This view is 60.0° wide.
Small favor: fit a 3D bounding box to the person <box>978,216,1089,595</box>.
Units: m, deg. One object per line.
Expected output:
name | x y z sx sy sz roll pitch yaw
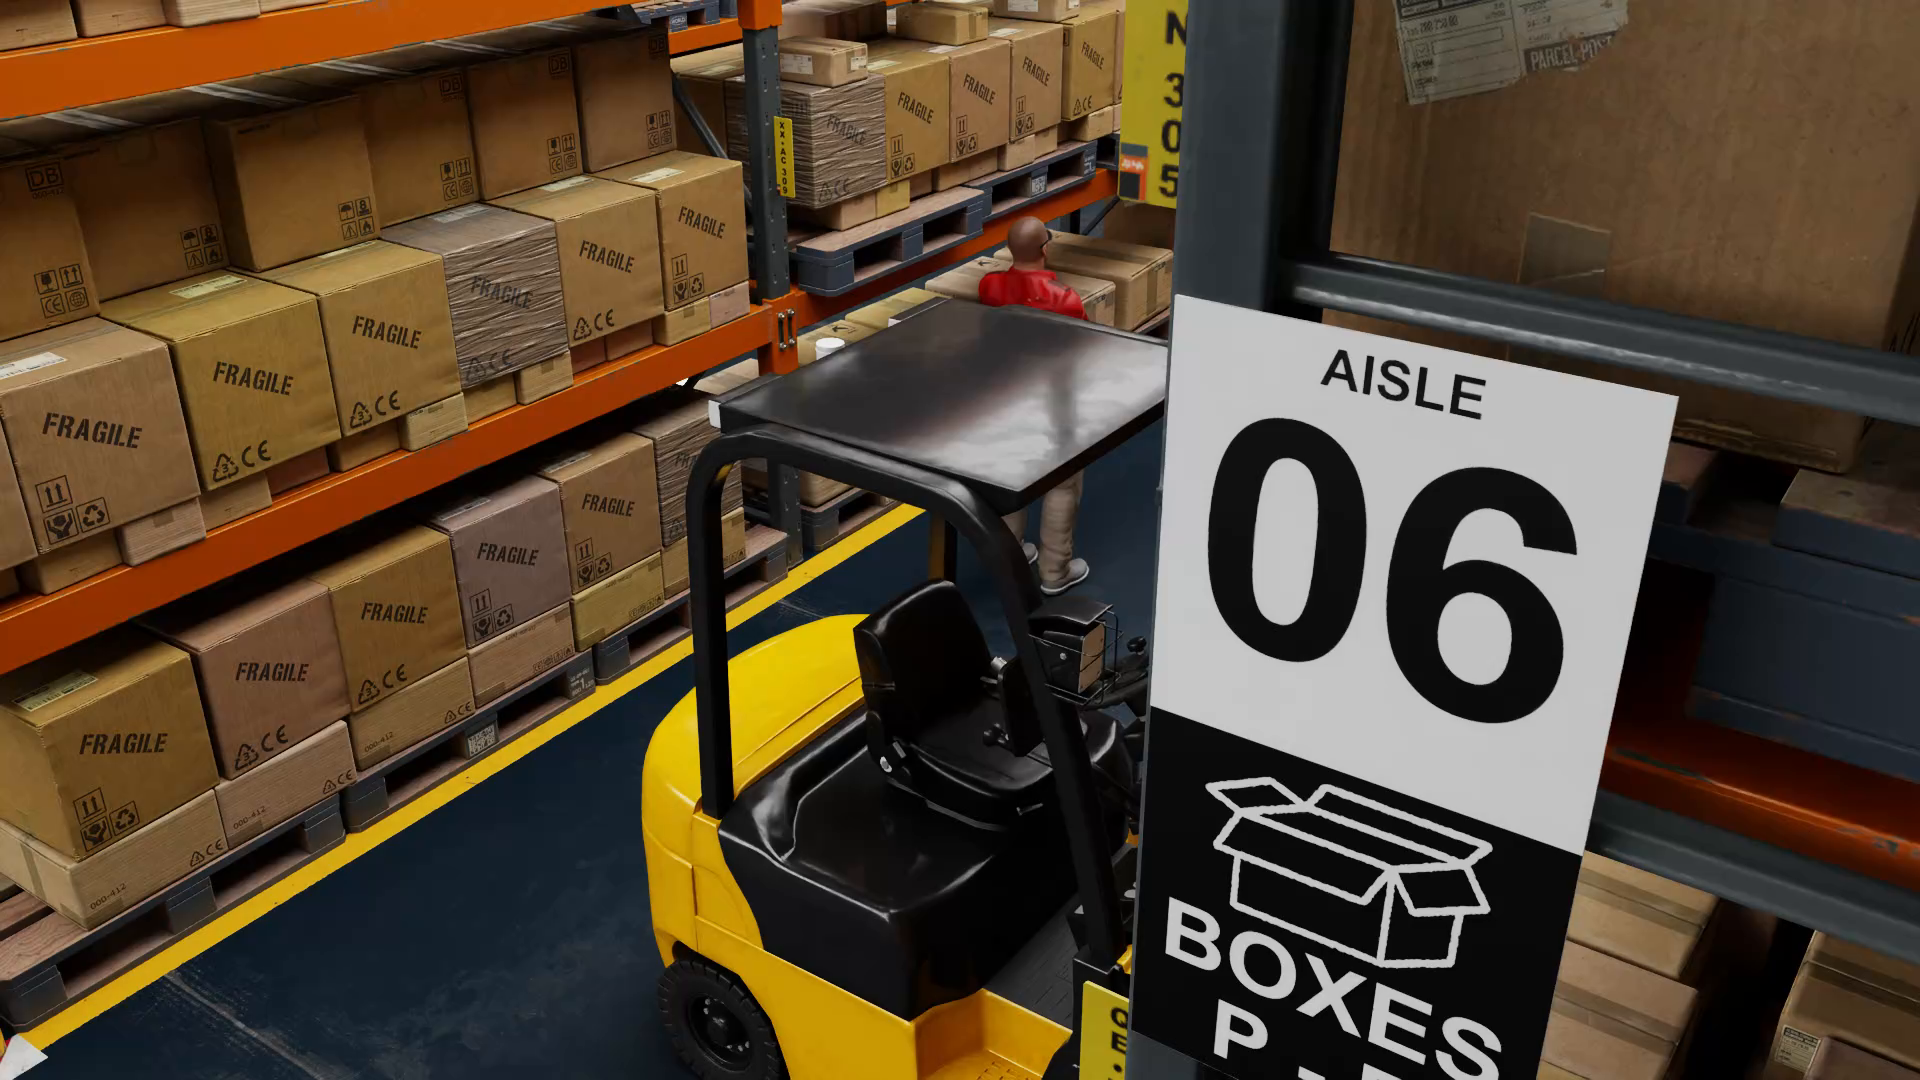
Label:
person | 0.378 -0.628 7.389 0.495 1.715 0.530 17 31 29
